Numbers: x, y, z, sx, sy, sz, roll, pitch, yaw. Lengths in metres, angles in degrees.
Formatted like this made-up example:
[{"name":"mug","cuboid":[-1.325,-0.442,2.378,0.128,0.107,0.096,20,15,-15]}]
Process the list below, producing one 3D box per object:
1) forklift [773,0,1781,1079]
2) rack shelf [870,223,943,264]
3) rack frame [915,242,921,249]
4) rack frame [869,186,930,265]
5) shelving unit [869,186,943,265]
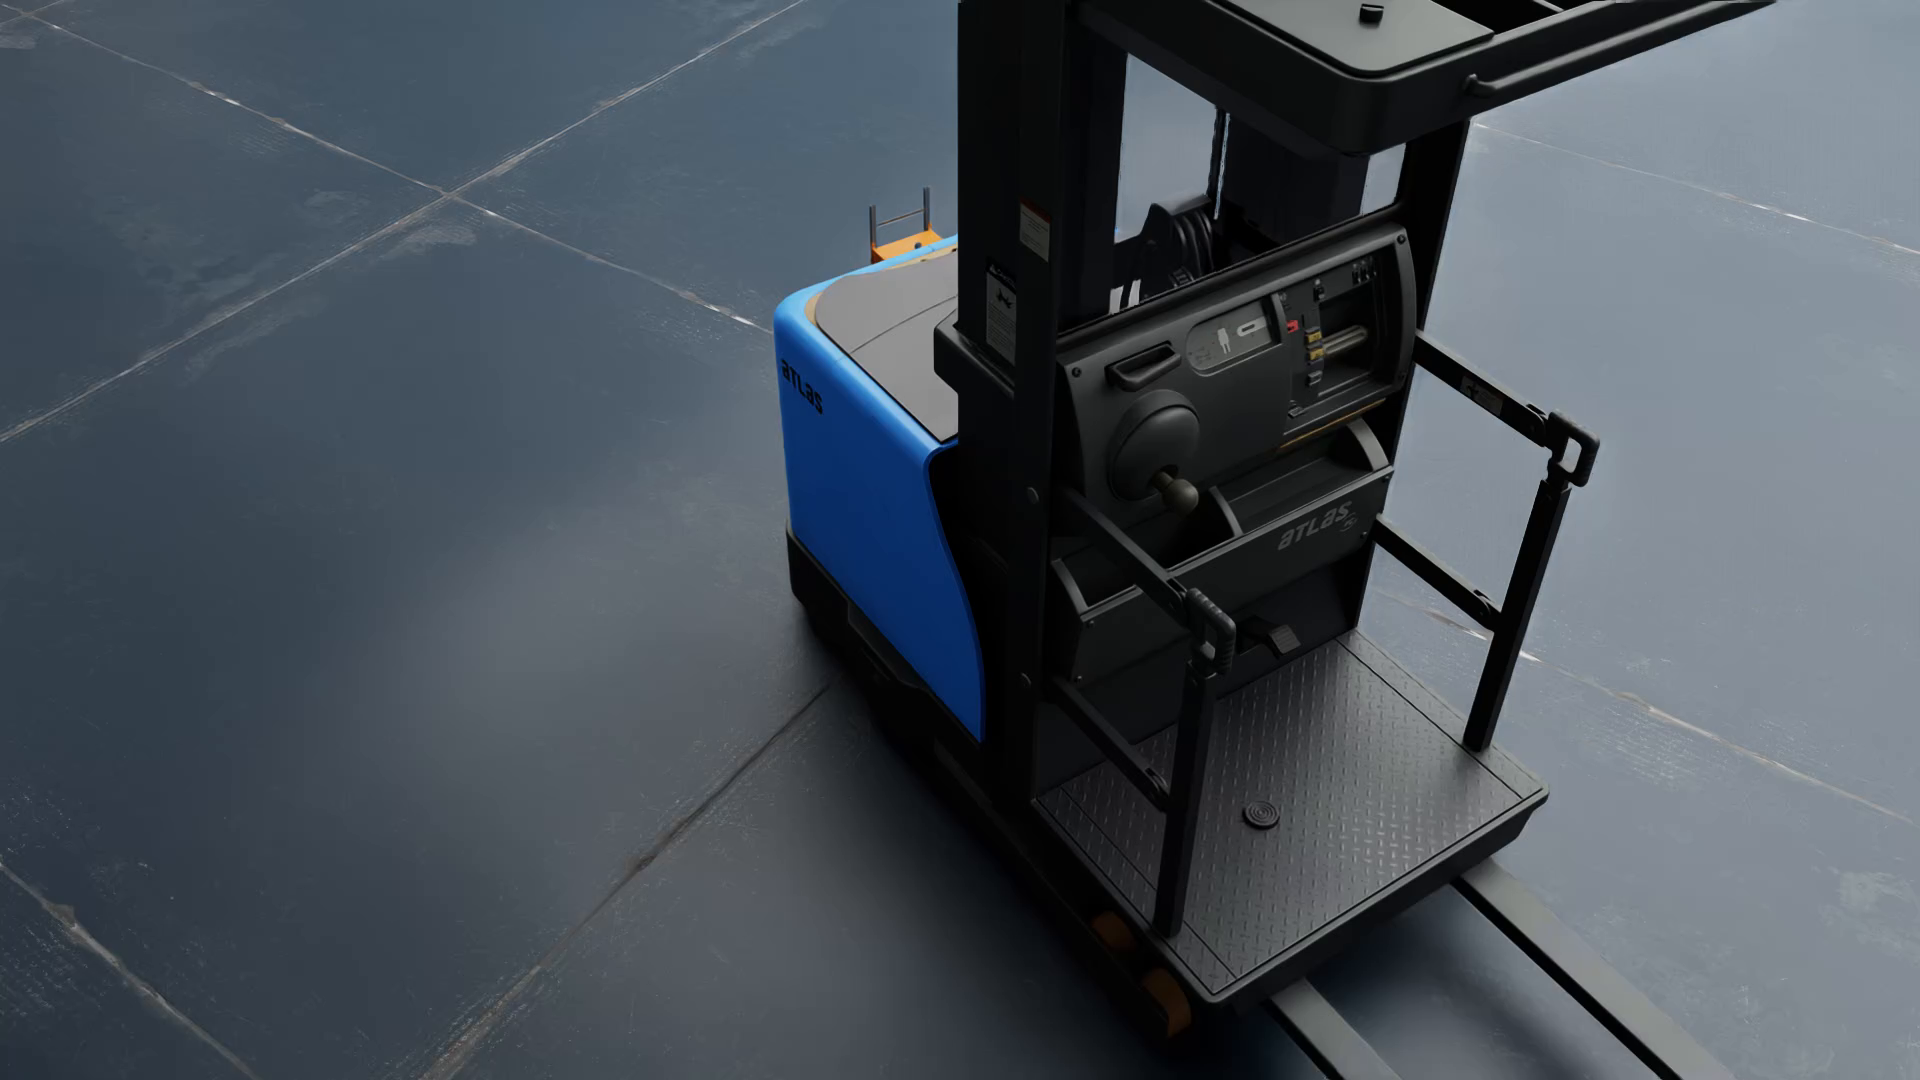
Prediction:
[{"name":"forklift","cuboid":[0.728,-0.283,3.369,1.130,2.935,3.031,-24,47,-24]},{"name":"rack shelf","cuboid":[-0.107,-0.734,4.873,0.215,0.259,0.240,-24,47,-24]},{"name":"rack frame","cuboid":[-0.040,-0.462,4.979,0.200,1.050,0.008,-24,47,-24]},{"name":"rack frame","cuboid":[-0.174,-0.598,5.131,0.200,1.050,0.008,-24,47,-24]},{"name":"shelving unit","cuboid":[-0.107,-0.530,5.055,0.215,1.050,0.252,-24,47,-24]}]
